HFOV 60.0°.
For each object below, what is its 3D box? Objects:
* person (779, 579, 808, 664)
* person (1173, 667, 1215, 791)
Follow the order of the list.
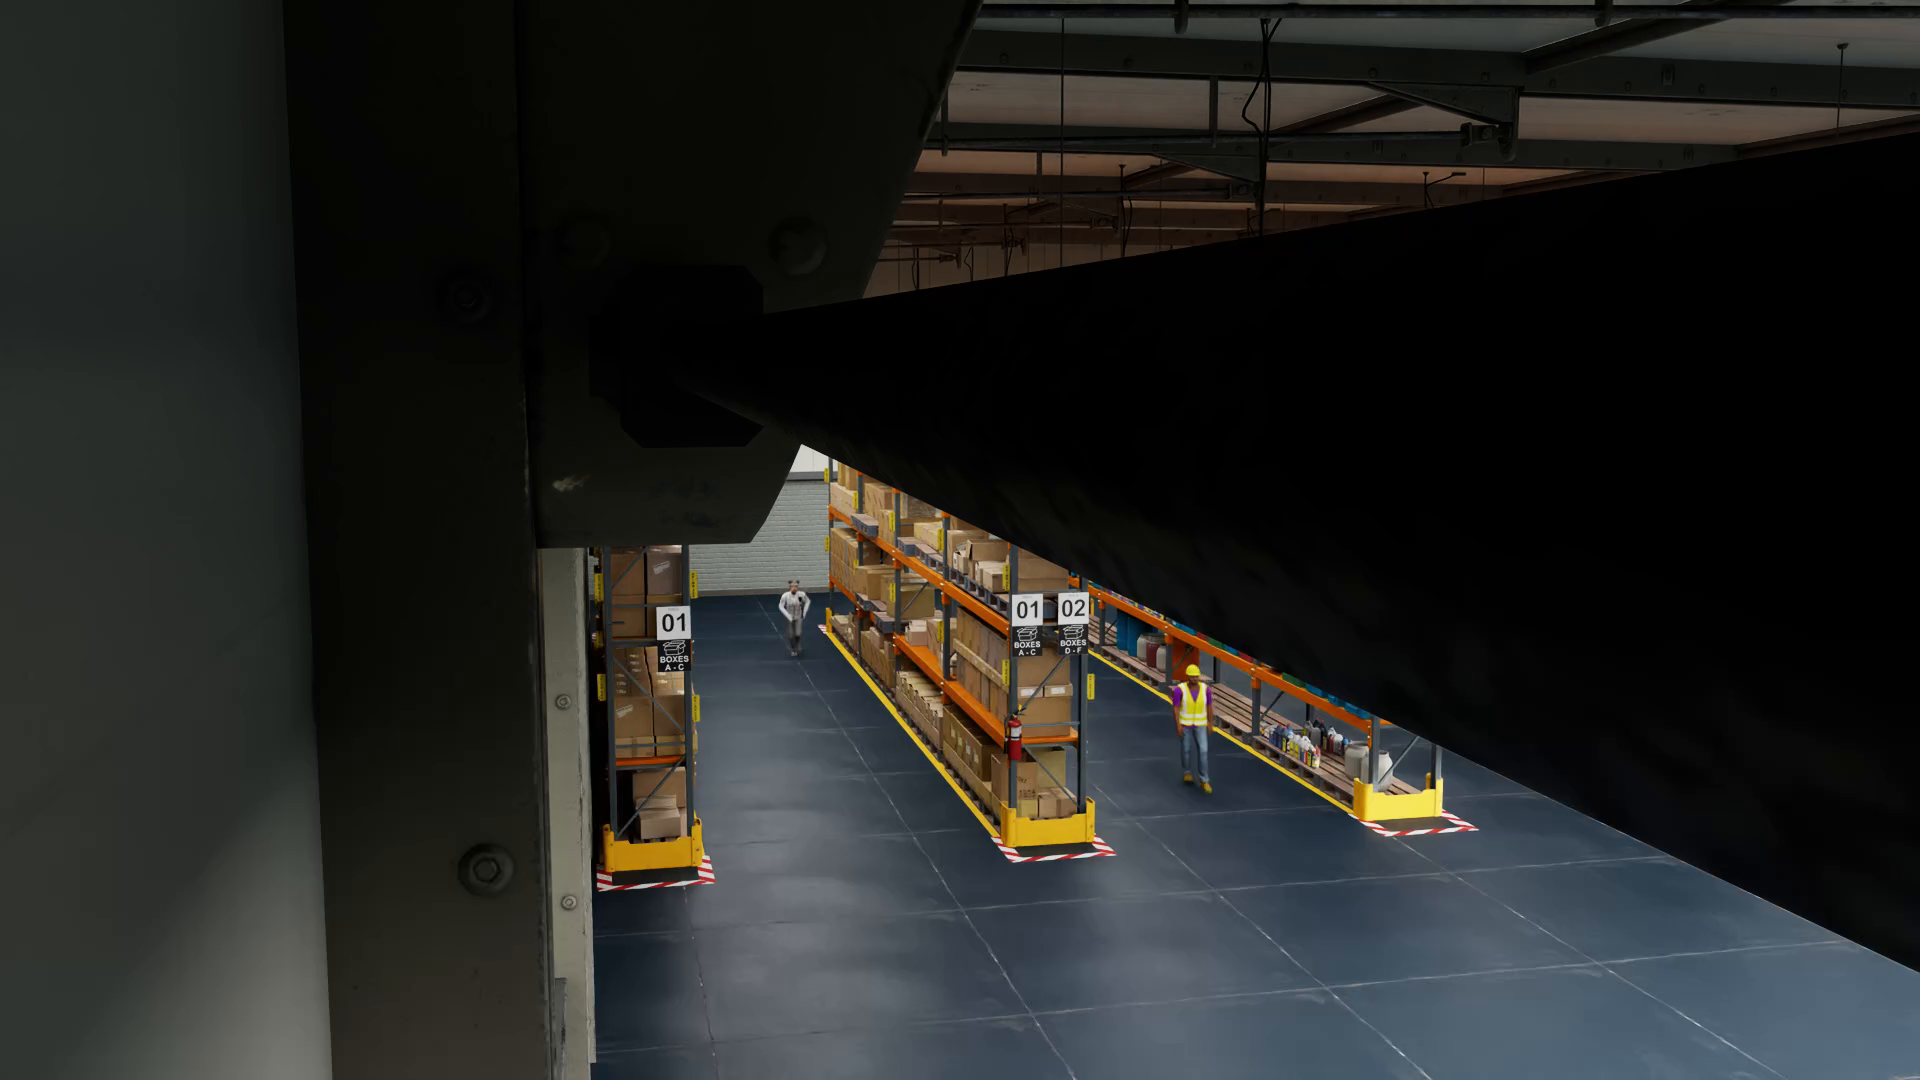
[{"bbox_3d":[-3.328,1.574,33.257,0.611,1.692,0.901,-1,7,-9],"label":"person"},{"bbox_3d":[3.339,2.665,23.714,0.622,1.722,0.989,3,7,23],"label":"person"}]
